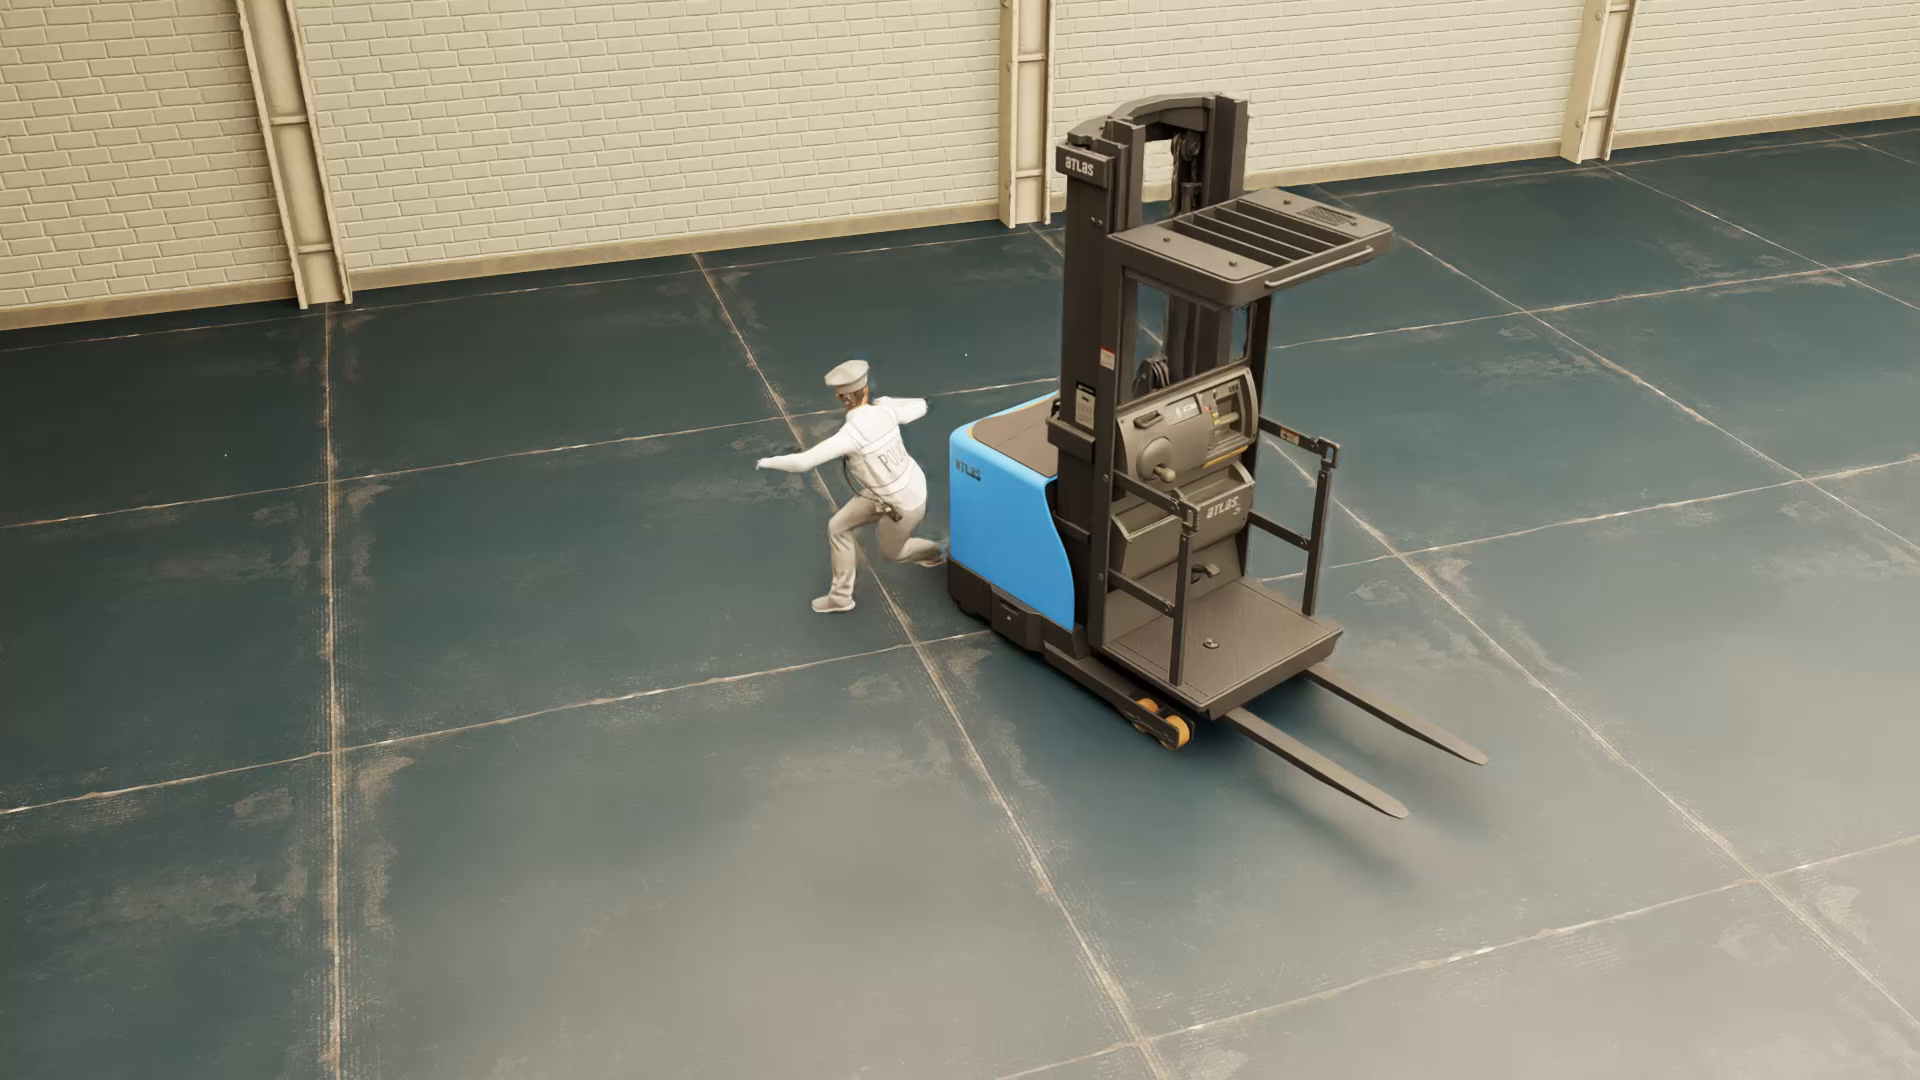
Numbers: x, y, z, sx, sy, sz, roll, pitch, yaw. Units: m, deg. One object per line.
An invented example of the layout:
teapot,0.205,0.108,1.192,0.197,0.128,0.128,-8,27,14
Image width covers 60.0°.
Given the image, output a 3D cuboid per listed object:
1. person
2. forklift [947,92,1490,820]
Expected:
person,-0.559,-0.332,9.170,1.065,1.464,0.821,3,30,5
forklift,1.257,-0.519,7.989,1.130,2.935,3.031,-23,37,-34
